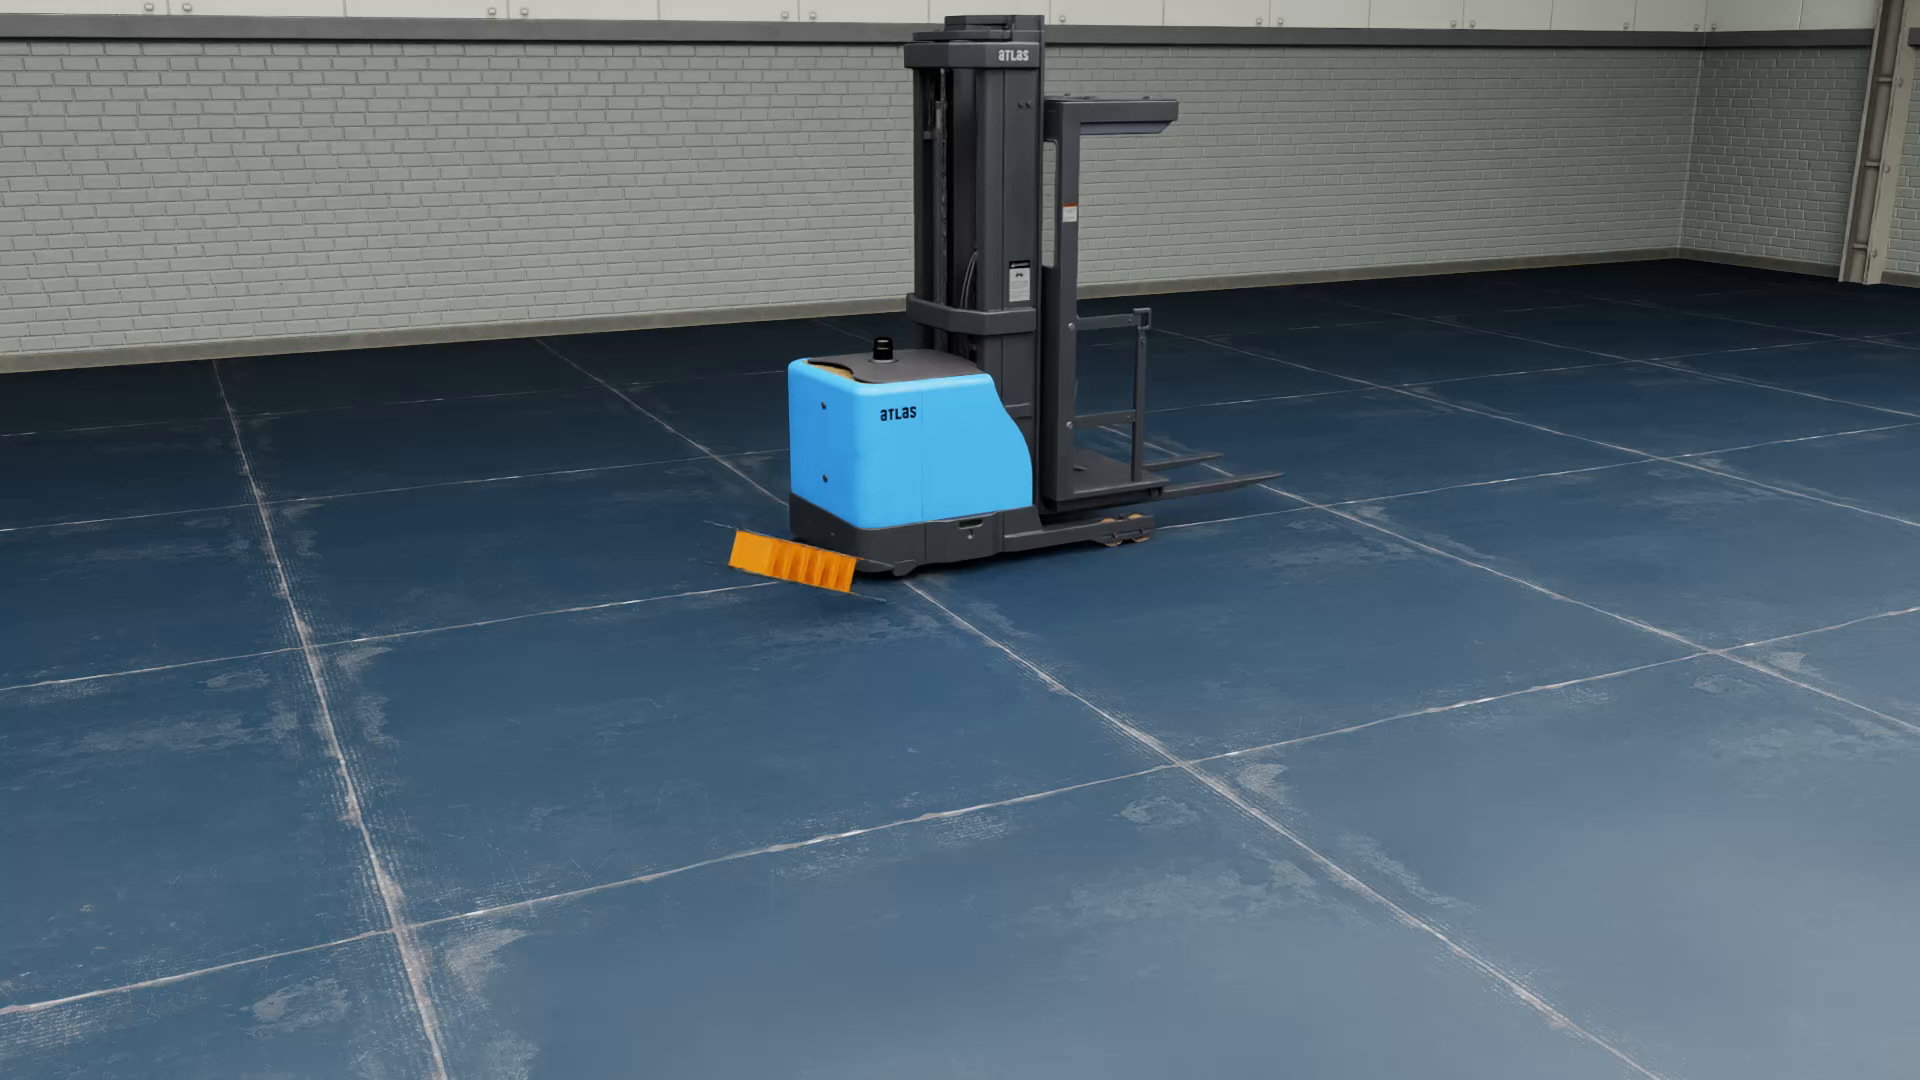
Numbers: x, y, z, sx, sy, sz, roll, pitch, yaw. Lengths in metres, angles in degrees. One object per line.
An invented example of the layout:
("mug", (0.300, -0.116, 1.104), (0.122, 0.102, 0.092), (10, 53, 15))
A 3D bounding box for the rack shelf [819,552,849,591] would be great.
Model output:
("rack shelf", (-0.702, 0.139, 8.340), (0.258, 0.180, 0.103), (12, -2, 35))

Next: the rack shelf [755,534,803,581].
("rack shelf", (-0.902, 0.083, 8.046), (0.258, 0.180, 0.103), (12, -2, 35))

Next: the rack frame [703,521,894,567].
("rack frame", (-0.773, 0.024, 8.209), (0.240, 0.006, 1.200), (12, -2, 35))

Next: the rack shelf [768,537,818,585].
("rack shelf", (-0.836, 0.102, 8.144), (0.258, 0.180, 0.103), (12, -2, 35))

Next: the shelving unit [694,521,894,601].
("shelving unit", (-0.794, 0.113, 8.206), (0.258, 0.189, 1.200), (12, -2, 35))

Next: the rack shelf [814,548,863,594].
("rack shelf", (-0.635, 0.158, 8.438), (0.258, 0.180, 0.103), (12, -2, 35))

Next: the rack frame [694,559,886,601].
("rack frame", (-0.814, 0.203, 8.203), (0.240, 0.006, 1.200), (12, -2, 35))

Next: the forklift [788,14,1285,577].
("forklift", (0.551, -1.485, 9.611), (3.031, 2.935, 1.130), (-9, 18, -28))

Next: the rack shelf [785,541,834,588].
("rack shelf", (-0.769, 0.120, 8.242), (0.258, 0.180, 0.103), (12, -2, 35))

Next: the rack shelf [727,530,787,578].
("rack shelf", (-0.969, 0.064, 7.948), (0.258, 0.180, 0.103), (12, -2, 35))

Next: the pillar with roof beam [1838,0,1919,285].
("pillar with roof beam", (7.614, -7.097, 18.168), (9.100, 9.000, 0.400), (-8, 18, -25))
